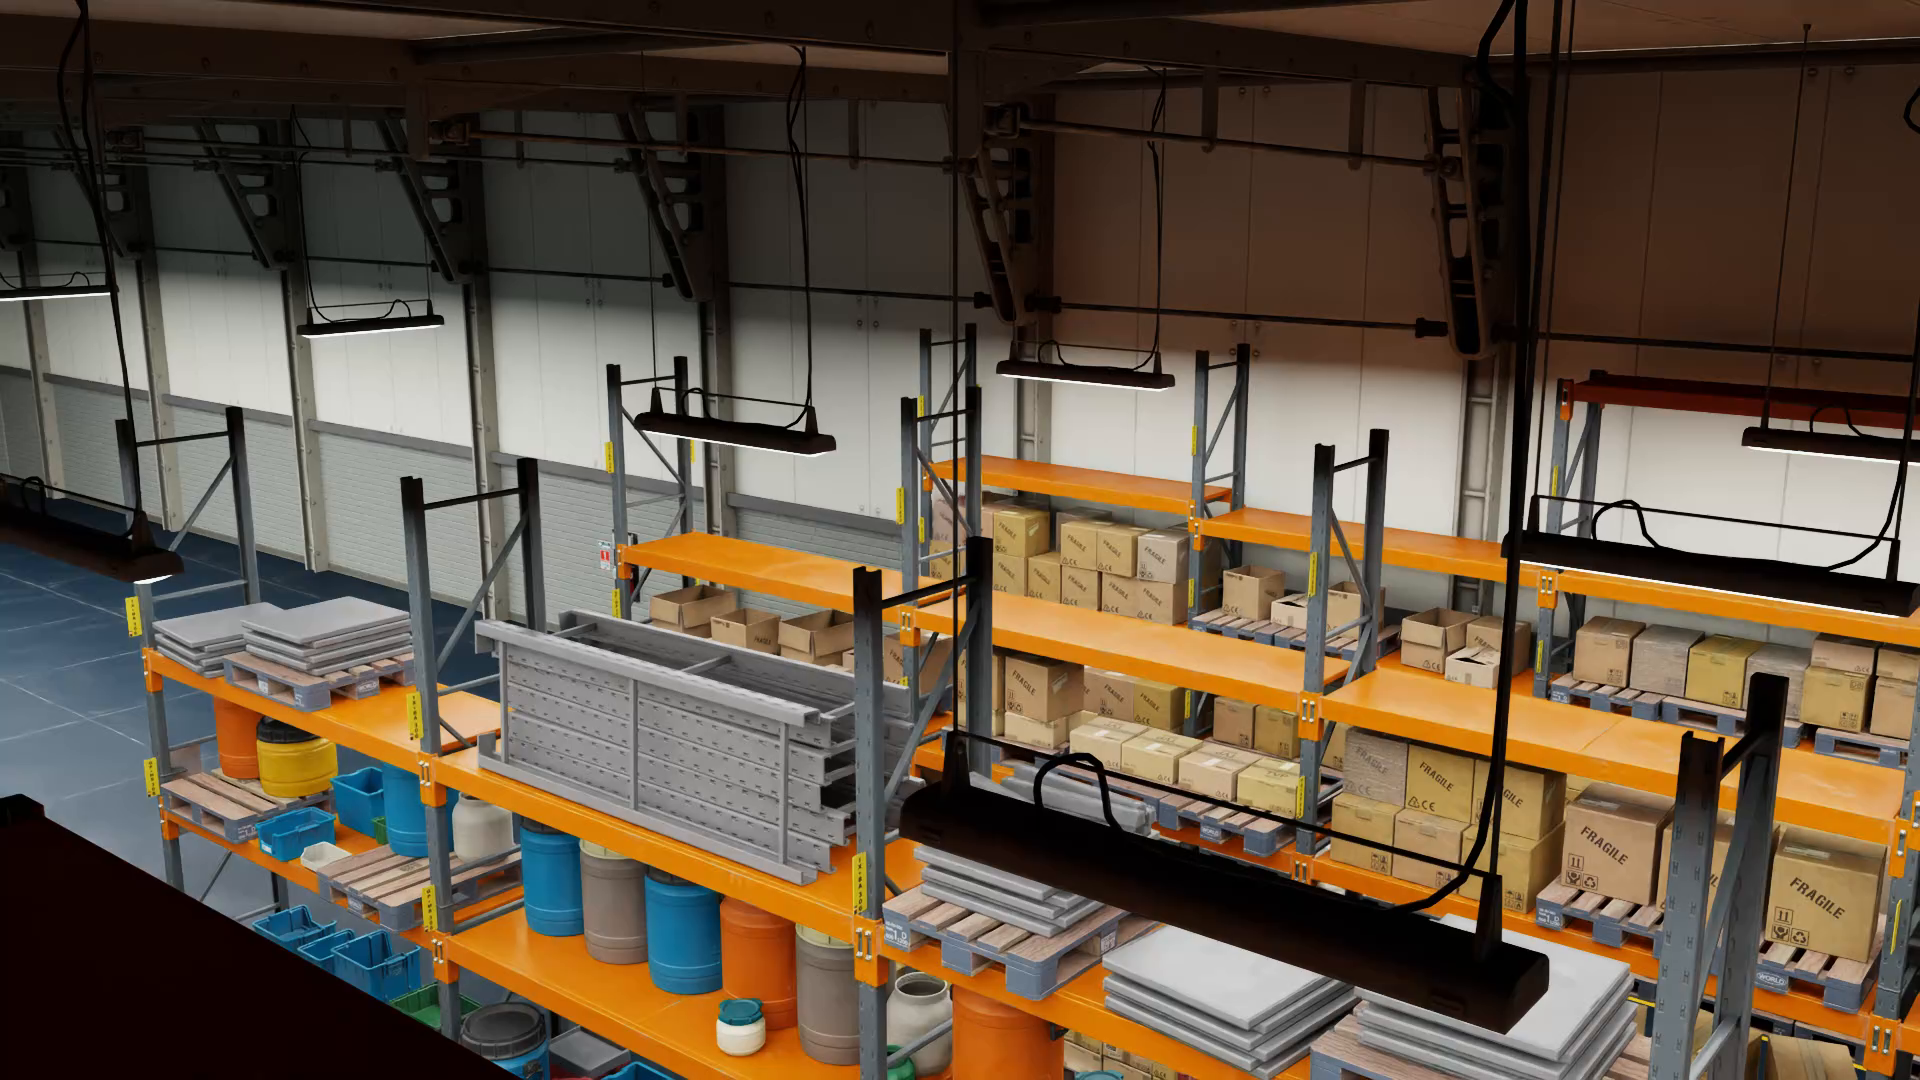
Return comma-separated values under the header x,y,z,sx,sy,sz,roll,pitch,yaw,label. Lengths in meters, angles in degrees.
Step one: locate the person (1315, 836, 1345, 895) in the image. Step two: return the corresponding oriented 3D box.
x,y,z,sx,sy,sz,roll,pitch,yaw,label
3.616,3.510,16.668,1.087,1.711,0.572,8,15,33,person
